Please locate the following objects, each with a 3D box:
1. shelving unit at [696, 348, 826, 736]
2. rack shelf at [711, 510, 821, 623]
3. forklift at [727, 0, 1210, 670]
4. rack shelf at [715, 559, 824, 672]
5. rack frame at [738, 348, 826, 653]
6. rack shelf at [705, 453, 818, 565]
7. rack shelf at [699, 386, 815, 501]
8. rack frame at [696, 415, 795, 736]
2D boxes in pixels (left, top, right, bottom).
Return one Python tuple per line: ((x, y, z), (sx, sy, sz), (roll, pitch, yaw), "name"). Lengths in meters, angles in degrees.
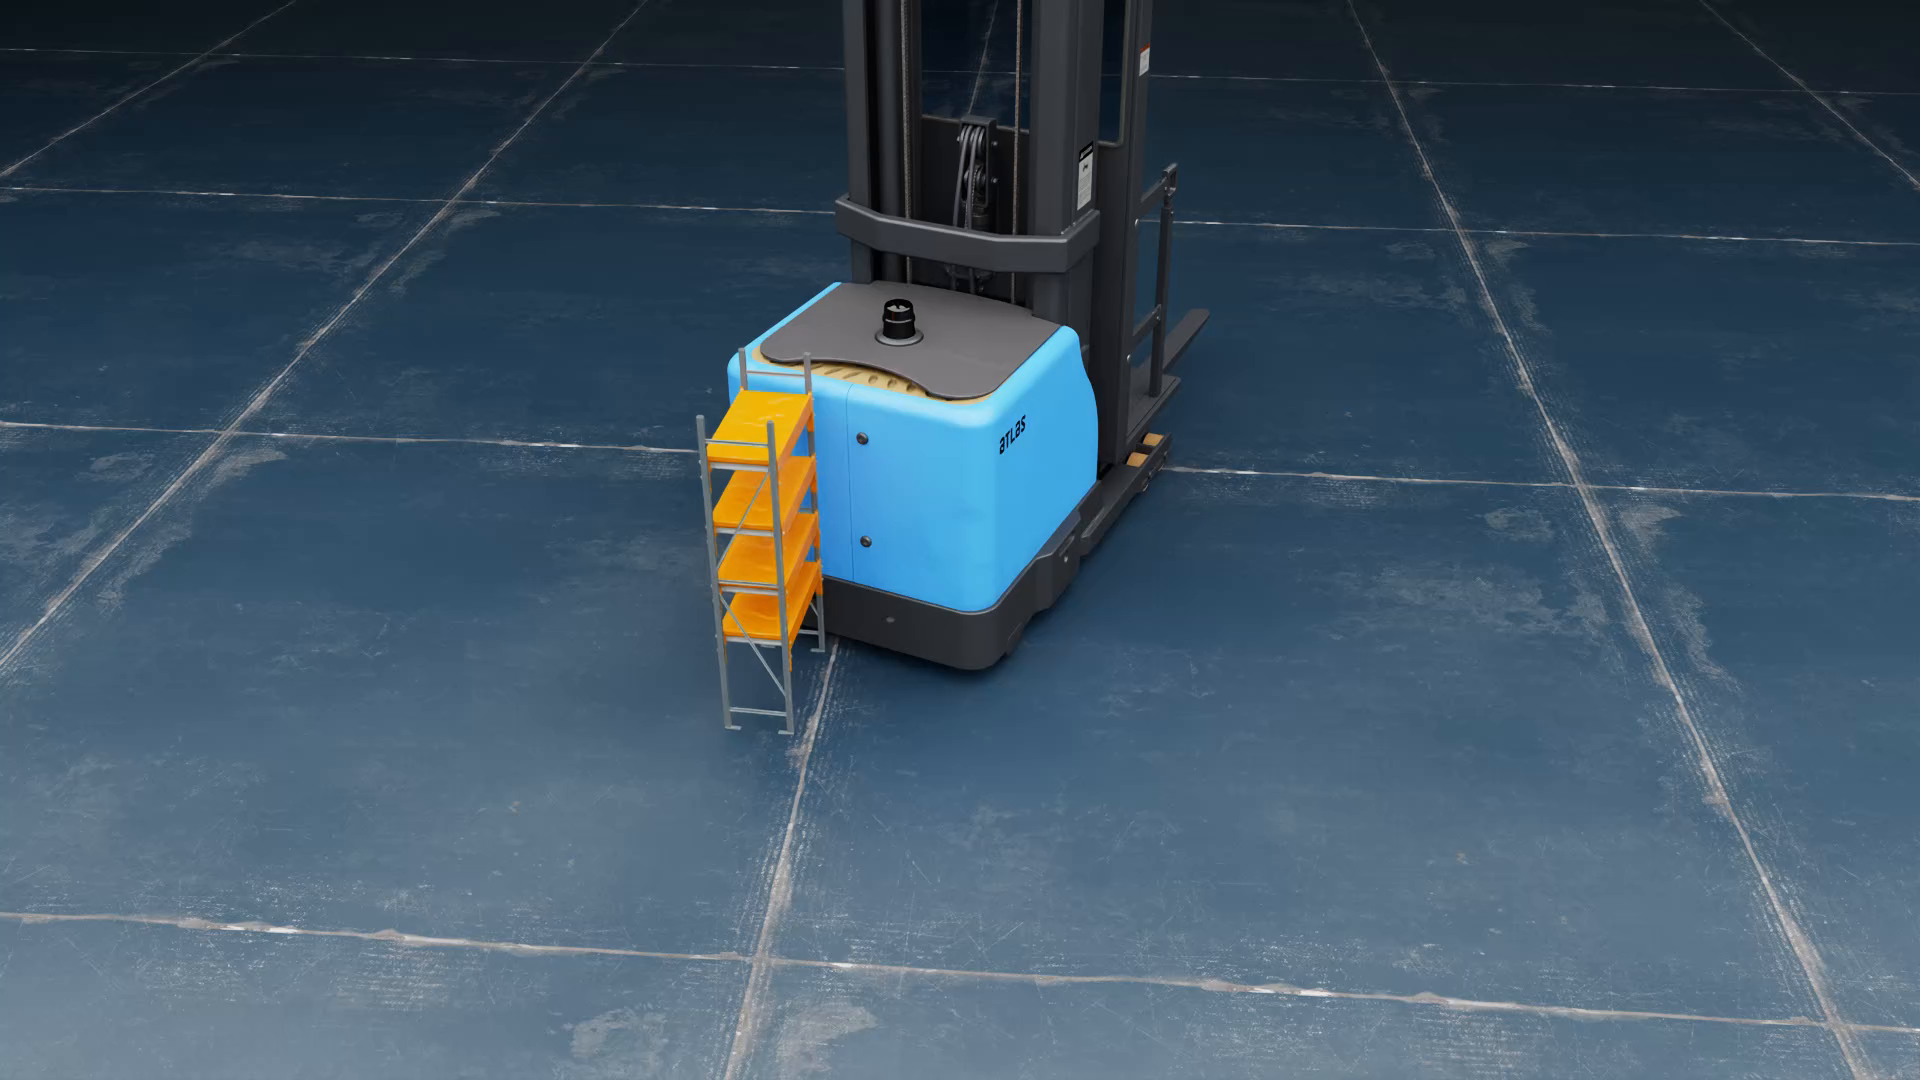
((-0.648, 0.016, 5.580), (0.258, 1.200, 0.503), (5, 32, 7), "shelving unit")
((-0.648, 0.074, 5.615), (0.258, 0.148, 0.480), (5, 32, 7), "rack shelf")
((0.269, -1.543, 6.460), (1.130, 2.935, 3.031), (14, 34, 22), "forklift")
((-0.648, 0.243, 5.719), (0.258, 0.148, 0.480), (5, 32, 7), "rack shelf")
((-0.611, -0.110, 5.785), (0.240, 1.200, 0.015), (5, 32, 7), "rack frame")
((-0.648, -0.117, 5.498), (0.258, 0.148, 0.480), (5, 32, 7), "rack shelf")
((-0.648, -0.318, 5.374), (0.258, 0.148, 0.480), (5, 32, 7), "rack shelf")
((-0.685, 0.143, 5.374), (0.240, 1.200, 0.015), (5, 32, 7), "rack frame")
